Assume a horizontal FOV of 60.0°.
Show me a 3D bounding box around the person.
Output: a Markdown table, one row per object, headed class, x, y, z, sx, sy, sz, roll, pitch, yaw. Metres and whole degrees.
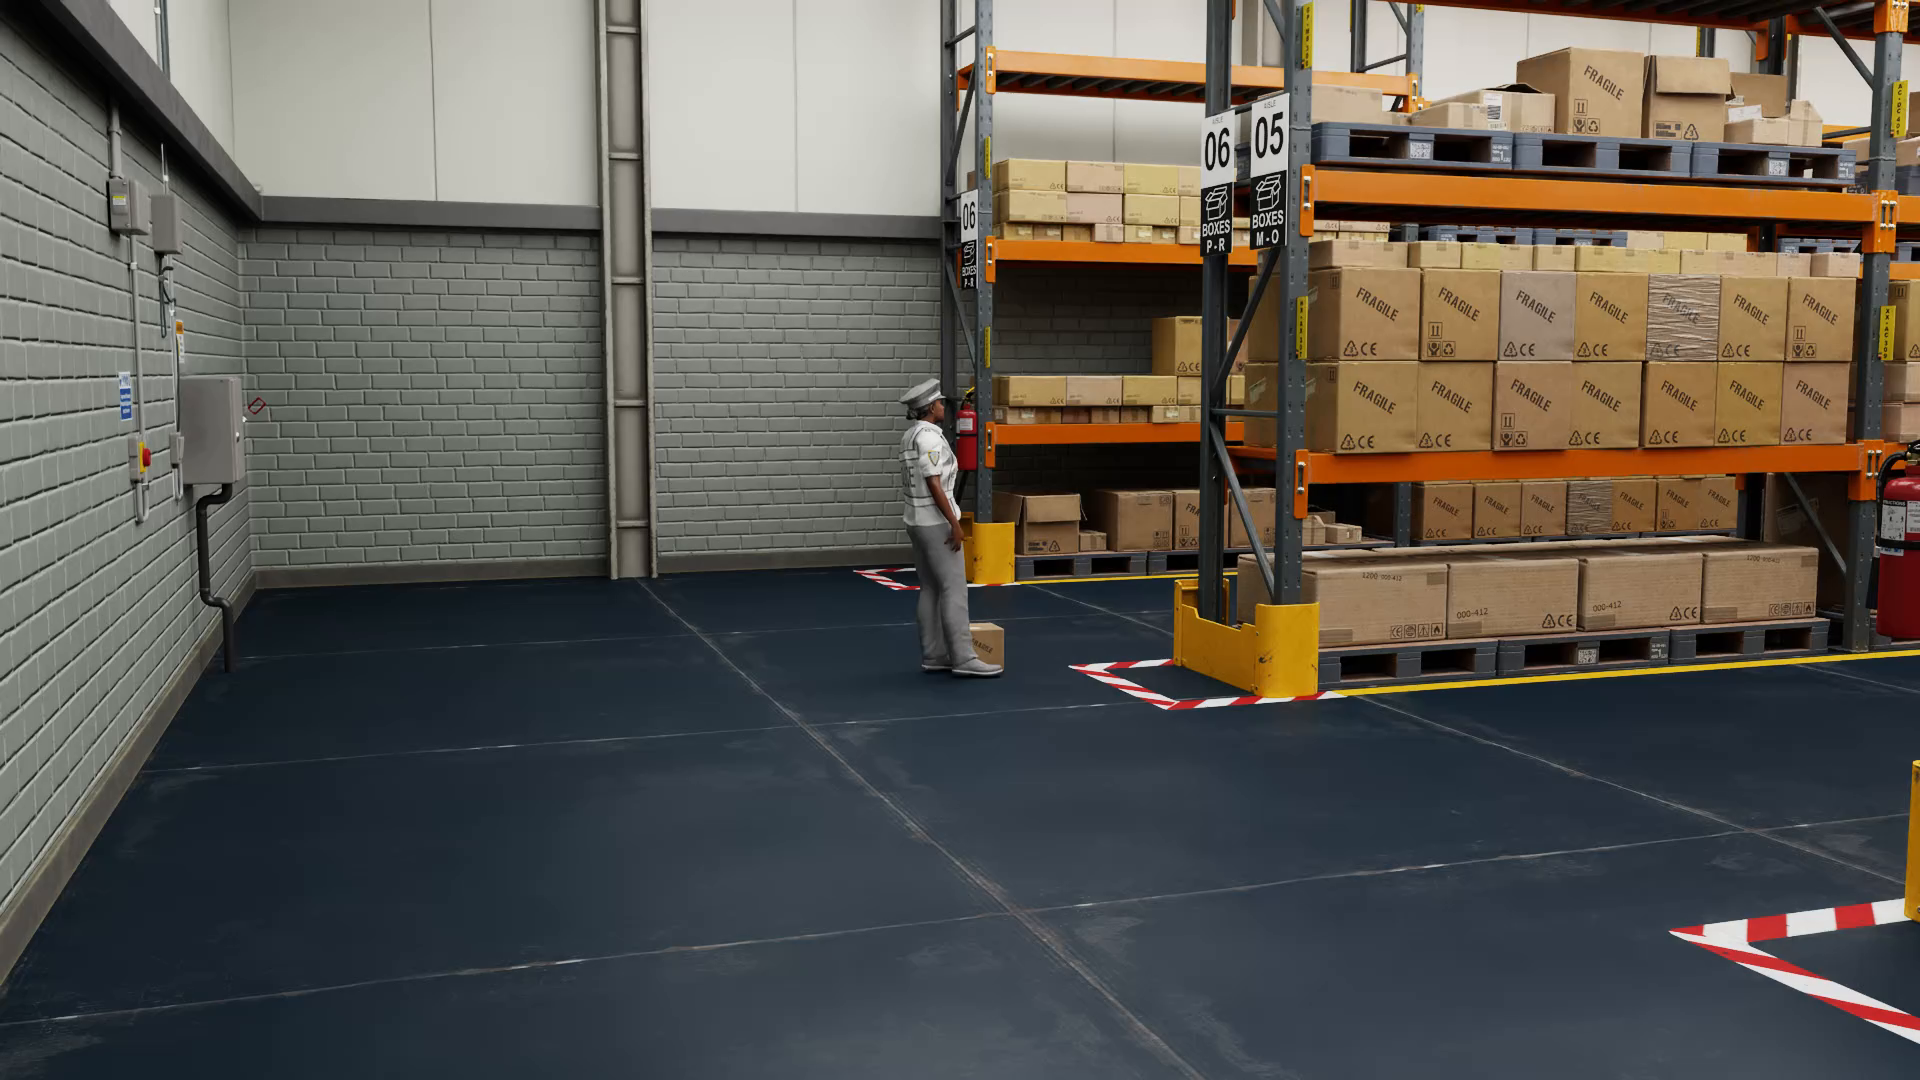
| class | x | y | z | sx | sy | sz | roll | pitch | yaw |
| --- | --- | --- | --- | --- | --- | --- | --- | --- | --- |
| person | -0.079 | -0.081 | 9.615 | 0.528 | 1.695 | 0.570 | -2 | 6 | -19 |
